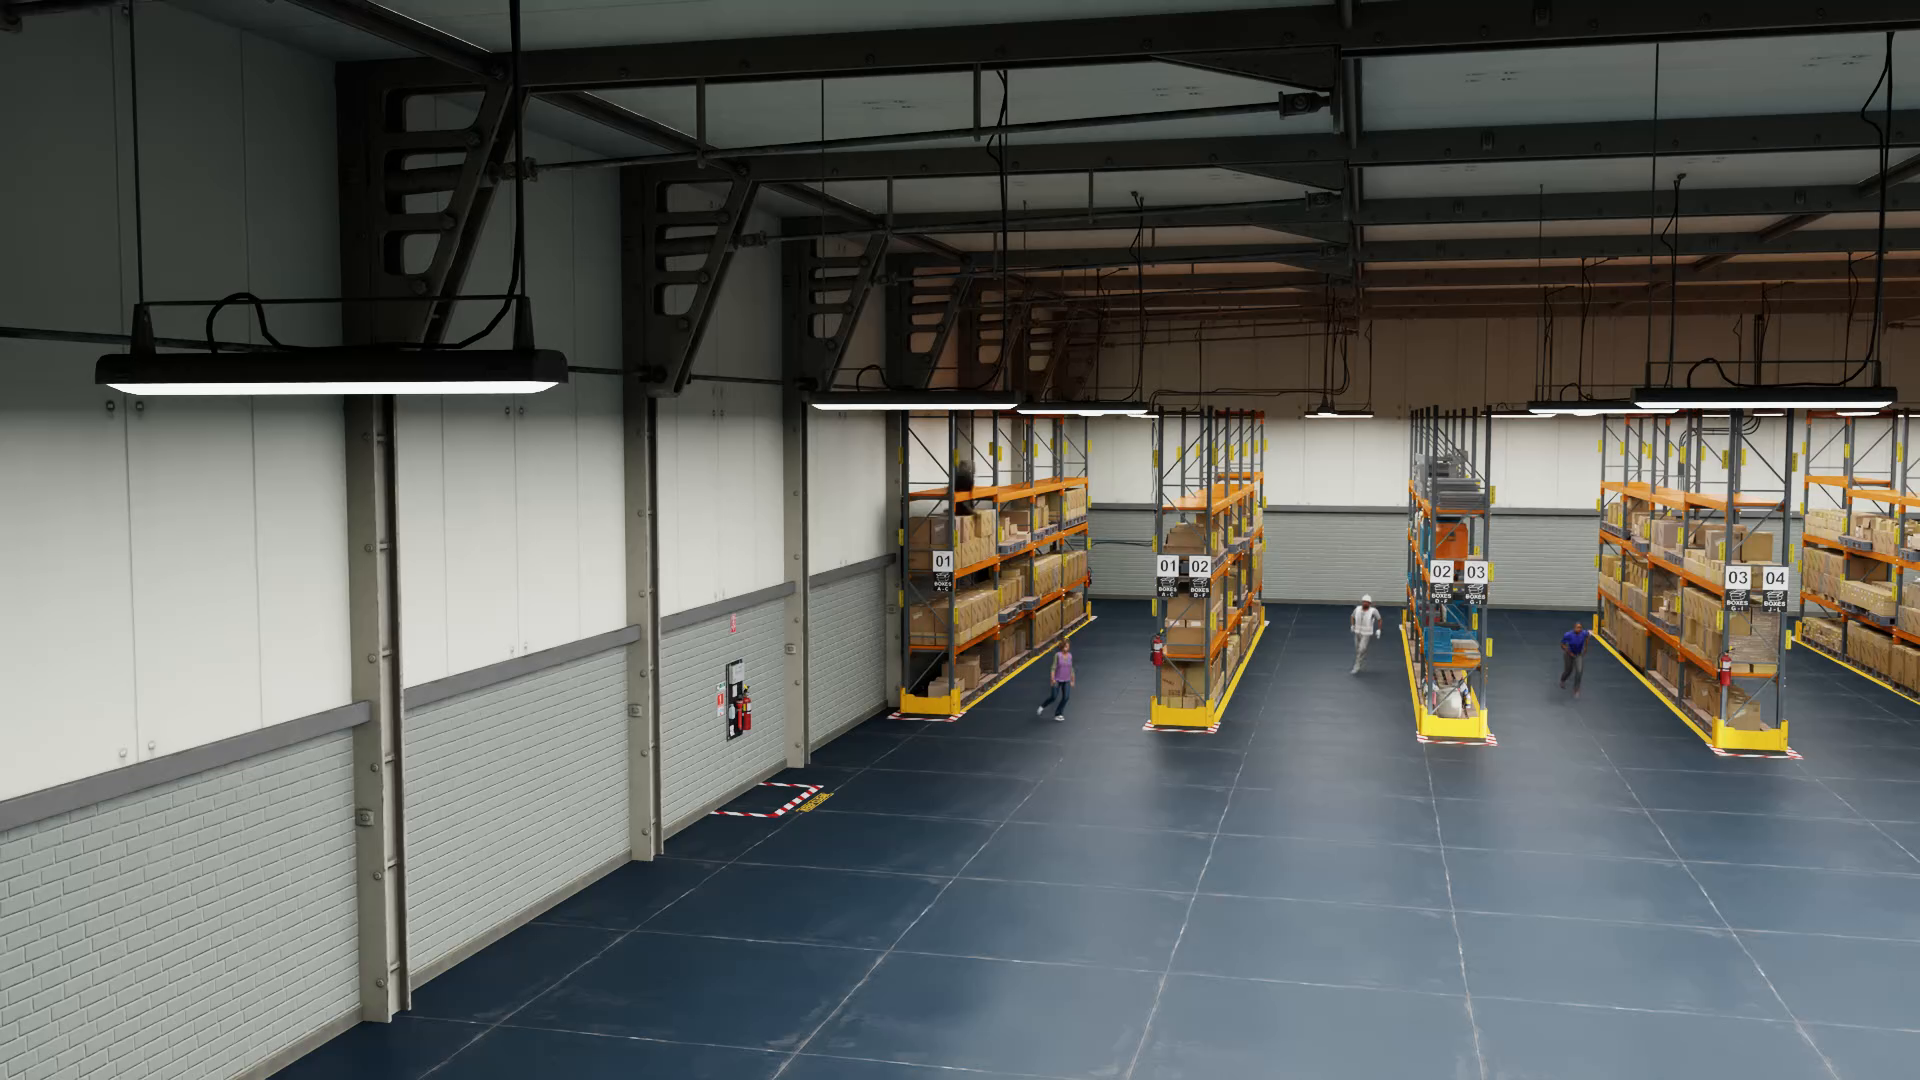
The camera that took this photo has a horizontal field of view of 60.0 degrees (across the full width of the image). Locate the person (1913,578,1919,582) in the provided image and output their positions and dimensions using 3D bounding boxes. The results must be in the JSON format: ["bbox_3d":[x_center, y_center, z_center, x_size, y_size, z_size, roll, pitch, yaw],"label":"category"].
[{"bbox_3d":[24.444,1.838,42.262,0.671,1.739,0.764,-3,5,-35],"label":"person"}]

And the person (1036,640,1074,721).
[{"bbox_3d":[1.833,2.669,31.713,0.671,1.533,0.502,-1,4,-20],"label":"person"}]

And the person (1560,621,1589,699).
[{"bbox_3d":[12.797,2.462,34.756,0.613,1.616,0.980,0,4,-3],"label":"person"}]

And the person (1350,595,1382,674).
[{"bbox_3d":[9.094,2.114,37.408,0.723,1.762,0.961,4,5,40],"label":"person"}]
